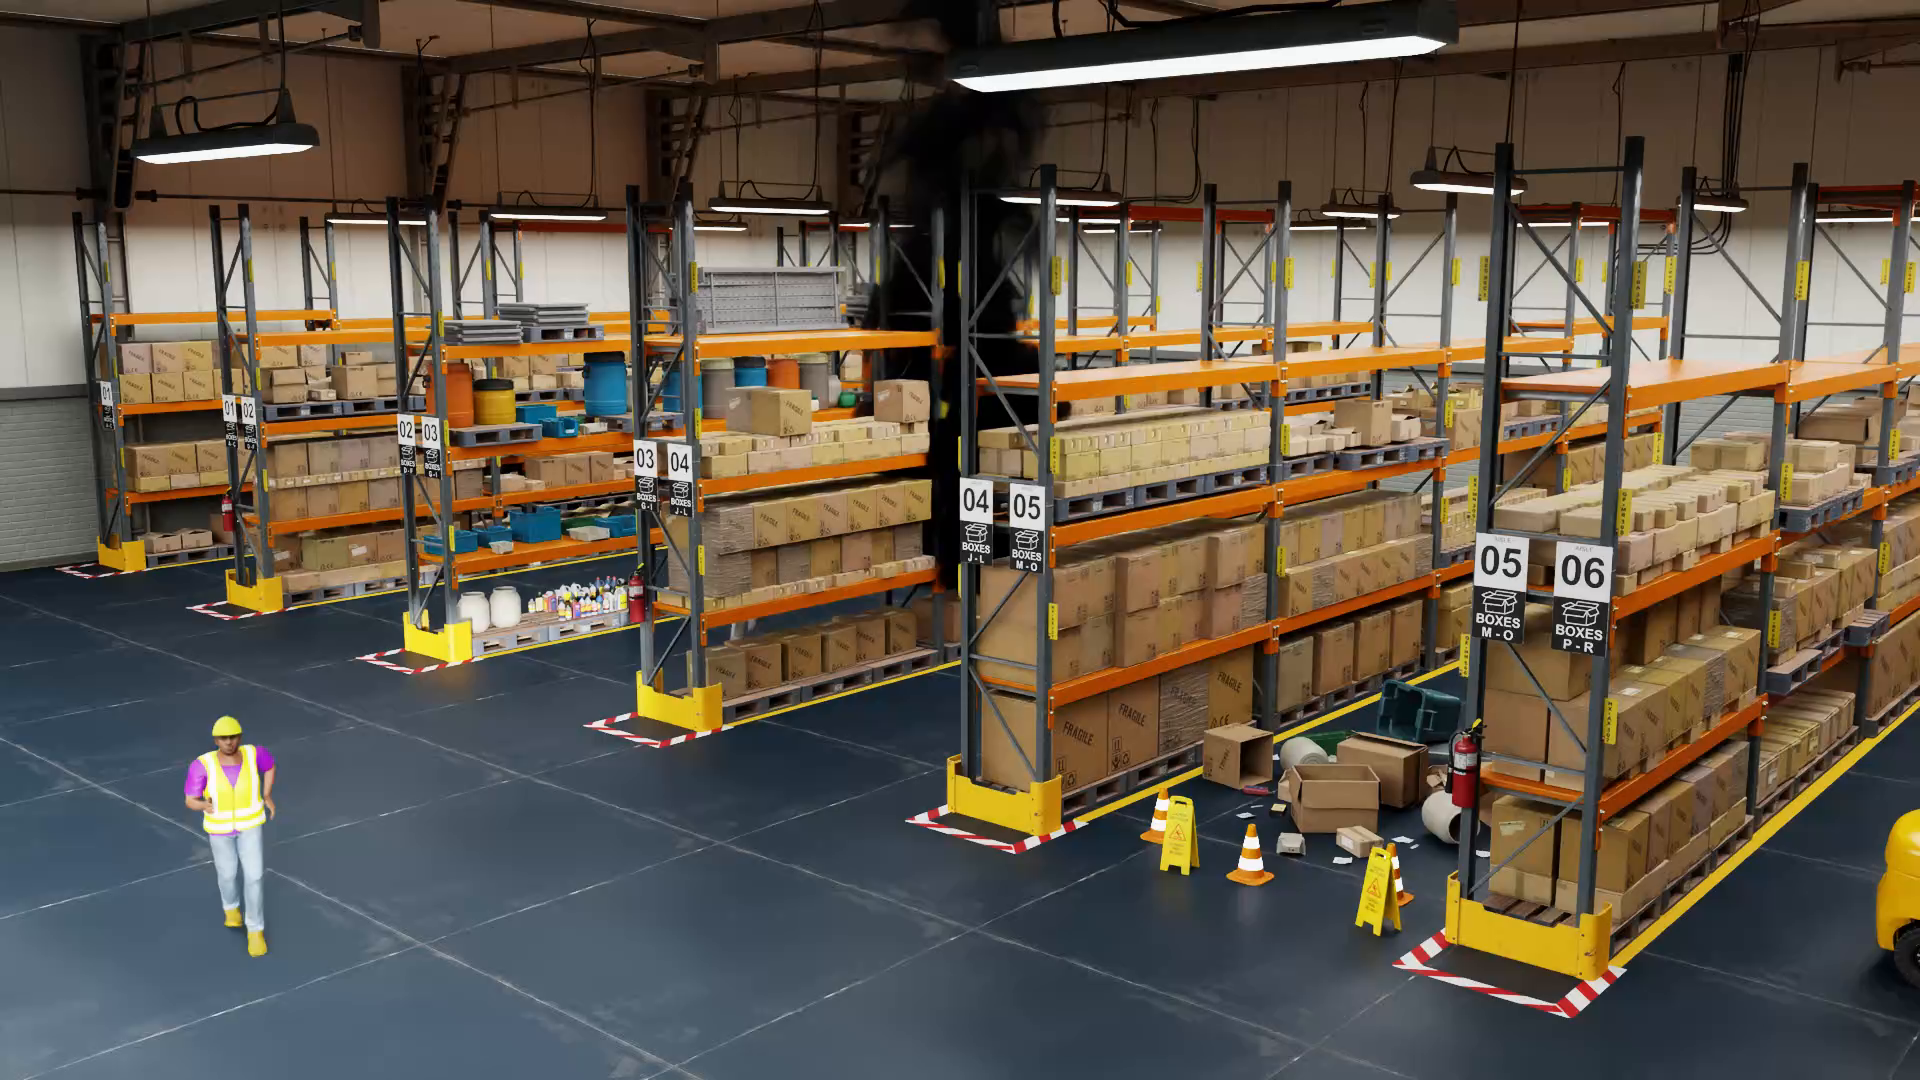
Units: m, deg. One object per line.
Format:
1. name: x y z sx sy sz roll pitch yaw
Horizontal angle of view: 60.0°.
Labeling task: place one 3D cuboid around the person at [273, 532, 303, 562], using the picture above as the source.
1. person: -11.102 -0.194 27.359 0.666 1.682 0.754 5 11 28

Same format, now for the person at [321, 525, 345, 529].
1. person: -10.496 -0.316 27.812 0.953 1.799 0.726 -8 12 -40

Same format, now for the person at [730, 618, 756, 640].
1. person: -2.775 0.504 21.295 0.711 1.742 0.756 6 11 32

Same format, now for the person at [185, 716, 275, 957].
1. person: -5.527 2.215 12.660 0.635 1.815 0.841 -4 10 -22
